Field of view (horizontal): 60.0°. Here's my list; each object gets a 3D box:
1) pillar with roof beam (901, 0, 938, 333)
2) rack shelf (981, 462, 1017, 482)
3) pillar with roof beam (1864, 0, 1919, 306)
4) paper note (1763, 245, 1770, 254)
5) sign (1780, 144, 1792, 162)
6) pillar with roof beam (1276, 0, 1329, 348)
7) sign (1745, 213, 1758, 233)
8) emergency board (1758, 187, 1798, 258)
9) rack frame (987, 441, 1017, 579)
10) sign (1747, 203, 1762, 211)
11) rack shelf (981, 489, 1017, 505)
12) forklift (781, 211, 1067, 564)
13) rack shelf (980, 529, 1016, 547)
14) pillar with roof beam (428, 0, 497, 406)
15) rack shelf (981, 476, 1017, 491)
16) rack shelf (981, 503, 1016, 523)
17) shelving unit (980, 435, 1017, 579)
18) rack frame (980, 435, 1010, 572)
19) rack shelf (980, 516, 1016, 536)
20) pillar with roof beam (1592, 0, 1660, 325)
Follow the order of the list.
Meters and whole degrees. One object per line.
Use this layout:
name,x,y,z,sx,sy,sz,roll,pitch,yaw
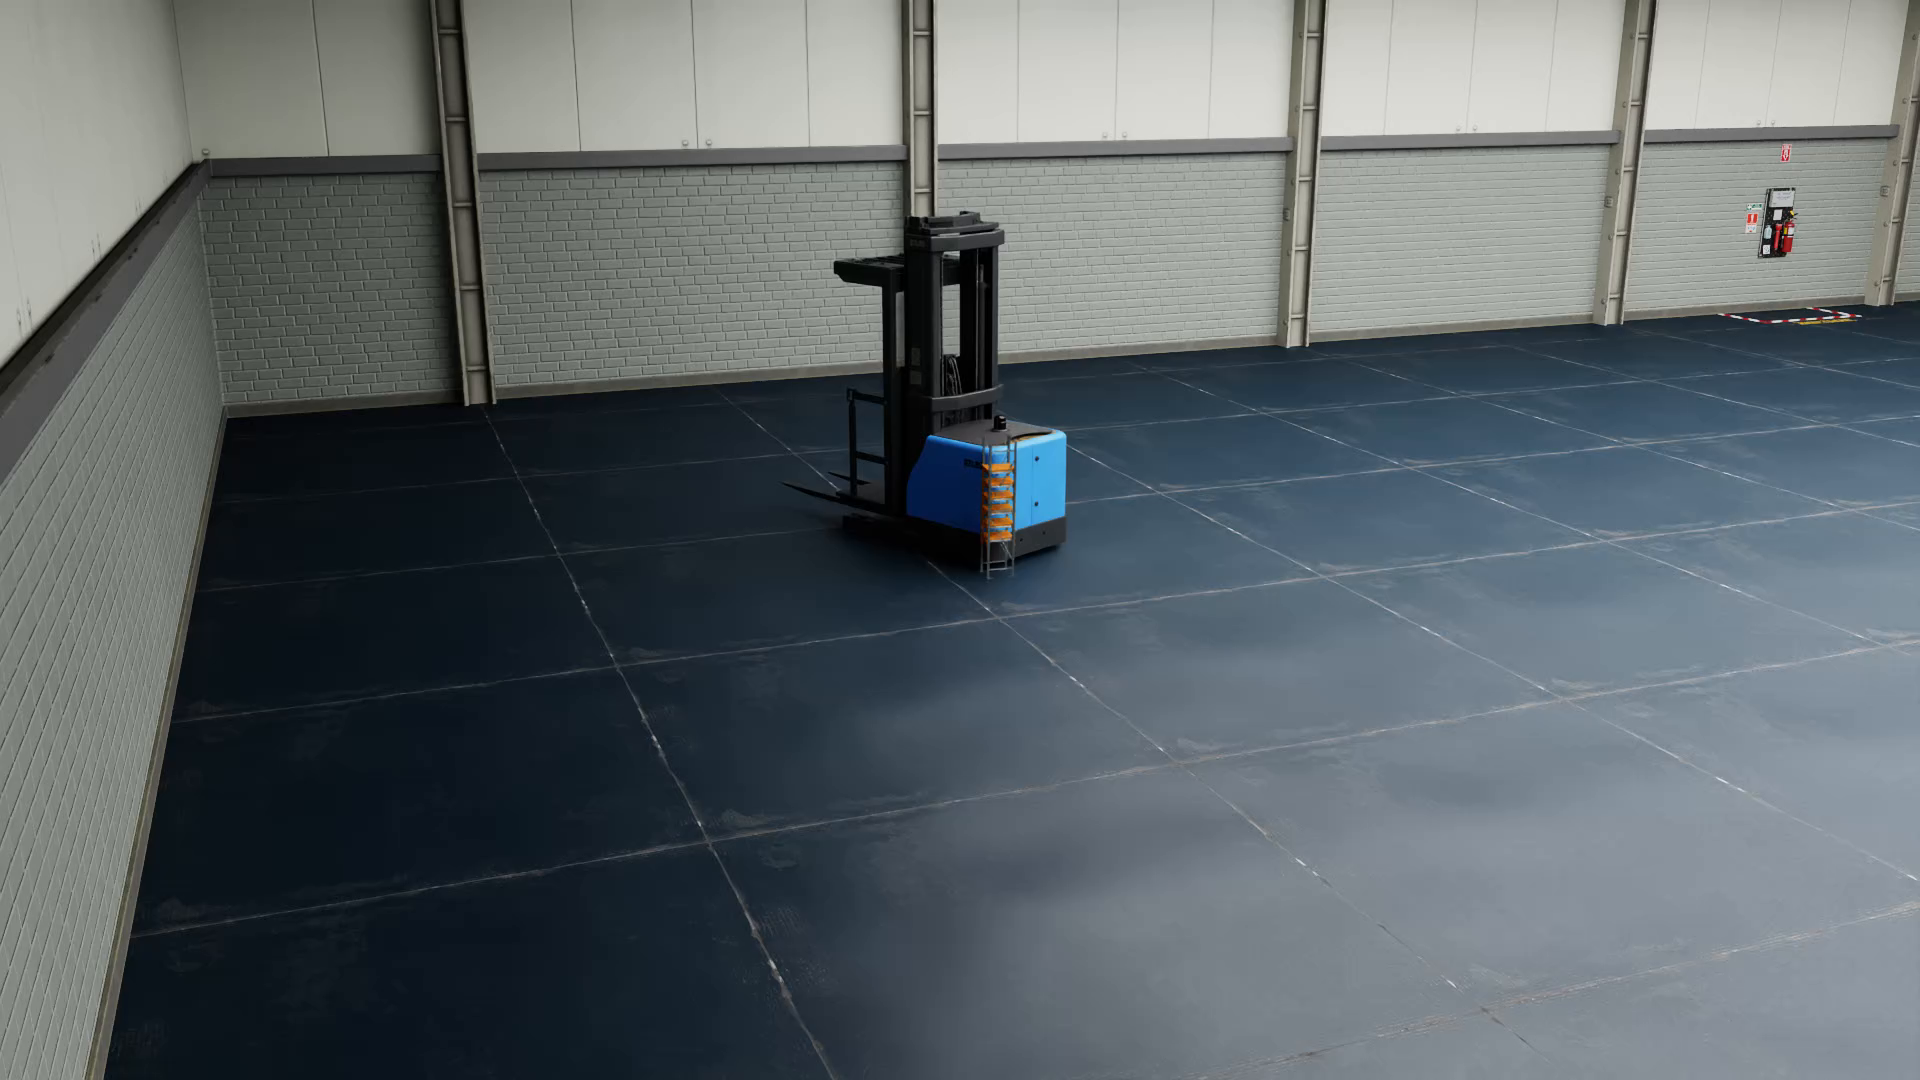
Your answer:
pillar with roof beam,1.004,-5.548,18.171,0.400,9.000,9.100,-6,17,-20
rack shelf,0.329,-0.572,13.935,0.258,0.103,0.180,-5,20,-16
pillar with roof beam,17.813,-7.363,24.351,0.400,9.000,9.100,-6,17,-20
paper note,13.761,-4.955,28.364,0.142,0.148,0.016,-6,17,-20
sign,13.908,-6.515,27.999,0.199,0.298,0.001,-6,17,-20
pillar with roof beam,6.607,-6.153,20.231,0.400,9.000,9.100,-6,17,-20
sign,13.398,-5.366,28.137,0.234,0.329,0.001,-6,17,-20
emergency board,13.951,-5.378,28.239,0.643,1.169,0.194,-6,17,-20
rack frame,0.351,-0.245,13.955,0.240,1.200,0.006,-5,20,-16
sign,13.405,-5.619,28.055,0.331,0.109,0.001,-6,17,-20
rack shelf,0.325,-0.345,14.013,0.258,0.103,0.180,-5,20,-16
forklift,-0.448,-1.530,15.258,3.031,2.935,1.130,15,22,42
rack shelf,0.320,-0.005,14.131,0.258,0.103,0.180,-5,20,-16
pillar with roof beam,-4.598,-4.943,16.111,0.400,9.000,9.100,-6,17,-20
rack shelf,0.327,-0.459,13.974,0.258,0.103,0.180,-5,20,-16
rack shelf,0.324,-0.232,14.052,0.258,0.103,0.180,-5,20,-16
shelving unit,0.324,-0.274,14.038,0.258,1.200,0.189,-5,20,-16
rack frame,0.298,-0.303,14.121,0.240,1.200,0.006,-5,20,-16
rack shelf,0.322,-0.118,14.092,0.258,0.103,0.180,-5,20,-16
pillar with roof beam,12.210,-6.758,22.291,0.400,9.000,9.100,-6,17,-20
